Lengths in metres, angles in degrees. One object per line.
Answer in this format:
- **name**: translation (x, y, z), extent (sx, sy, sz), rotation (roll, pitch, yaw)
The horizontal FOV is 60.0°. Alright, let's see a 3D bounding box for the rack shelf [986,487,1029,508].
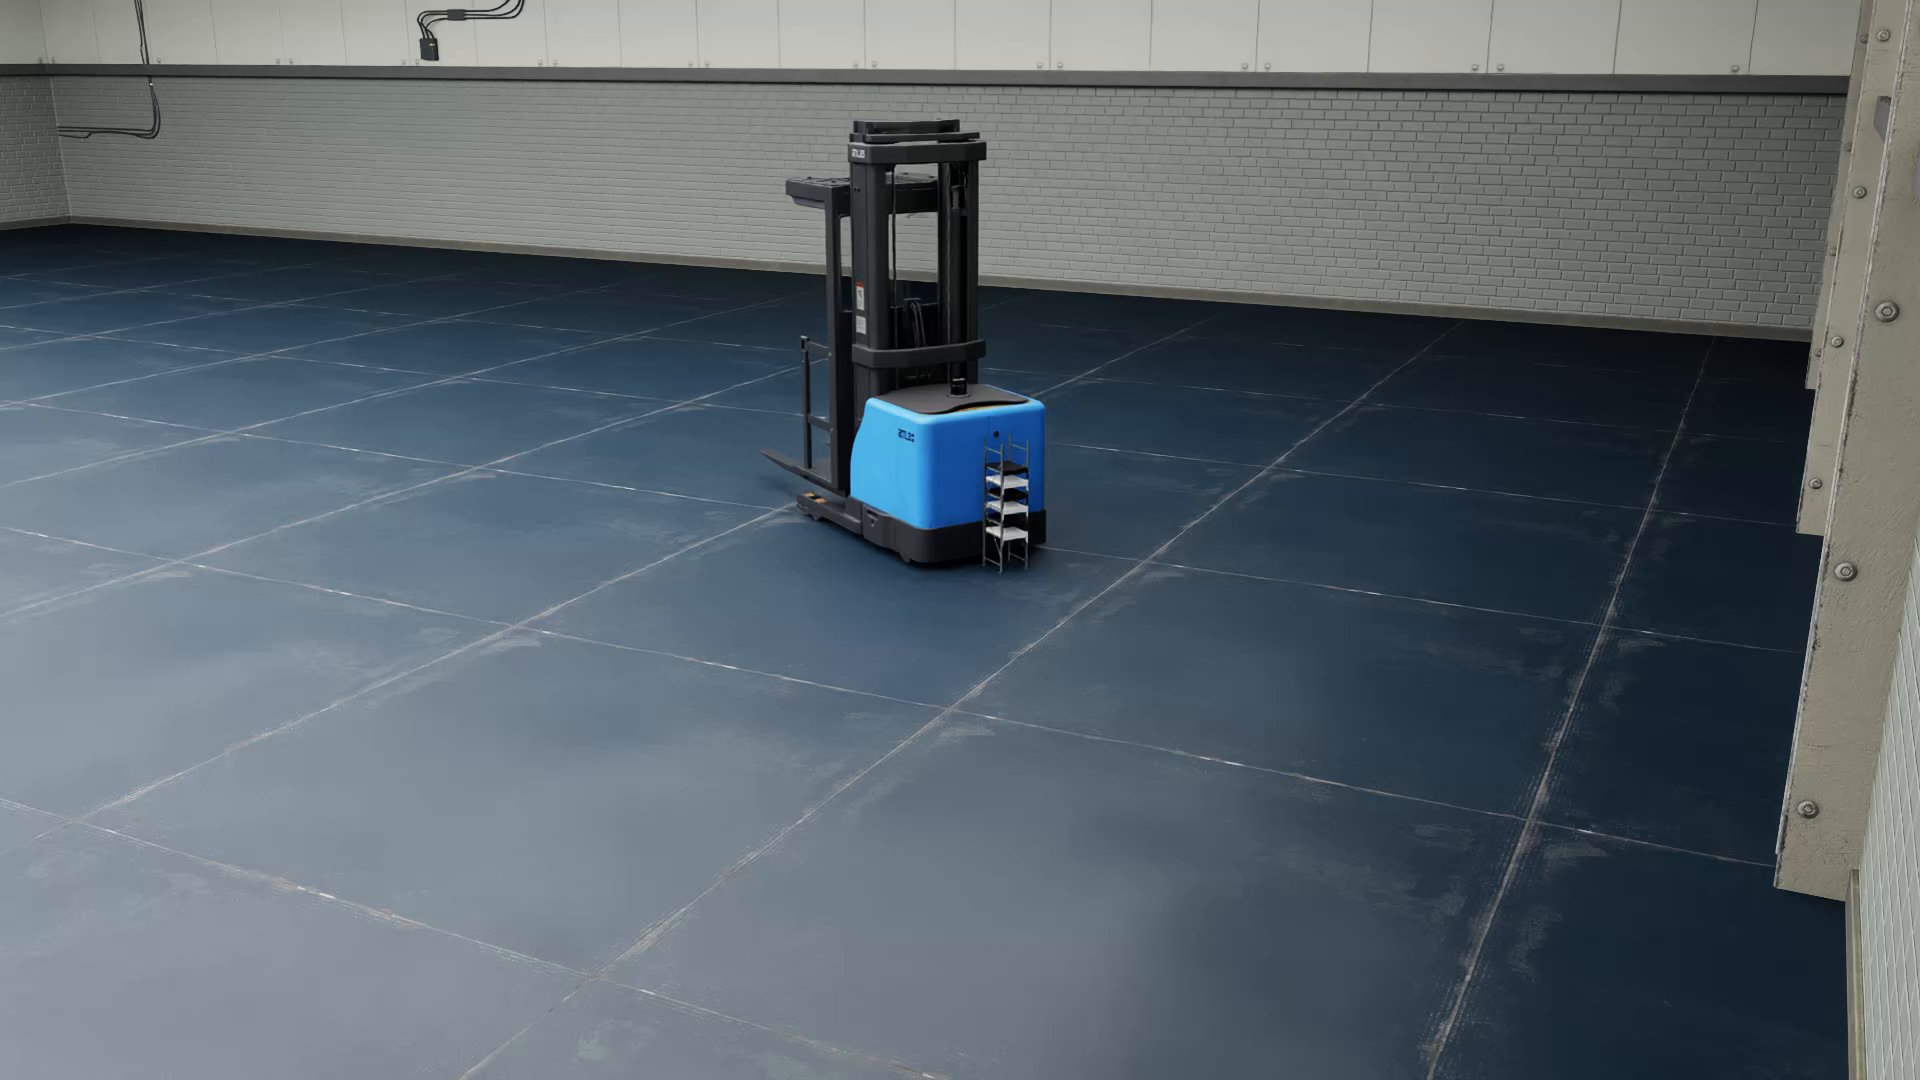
- **rack shelf**: translation (0.309, -0.294, 11.236), extent (0.200, 0.077, 0.258), rotation (-10, 19, -30)

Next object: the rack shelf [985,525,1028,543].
- **rack shelf**: translation (0.309, -0.036, 11.313), extent (0.200, 0.077, 0.258), rotation (-10, 19, -30)

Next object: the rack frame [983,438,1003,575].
- **rack frame**: translation (0.222, -0.225, 11.201), extent (0.006, 0.900, 0.240), rotation (-10, 19, -30)

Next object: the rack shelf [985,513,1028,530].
- **rack shelf**: translation (0.309, -0.122, 11.287), extent (0.200, 0.077, 0.258), rotation (-10, 19, -30)

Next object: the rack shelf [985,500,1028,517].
- **rack shelf**: translation (0.309, -0.208, 11.261), extent (0.200, 0.077, 0.258), rotation (-10, 19, -30)

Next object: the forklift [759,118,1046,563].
- **forklift**: translation (-0.588, -1.613, 12.306), extent (1.130, 2.935, 3.031), rotation (-10, 19, -30)

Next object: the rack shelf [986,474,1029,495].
- **rack shelf**: translation (0.309, -0.381, 11.210), extent (0.200, 0.077, 0.258), rotation (-10, 19, -30)

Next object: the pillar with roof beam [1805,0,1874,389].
- **pillar with roof beam**: translation (5.192, -6.474, 18.017), extent (9.100, 9.000, 0.400), rotation (8, 18, 25)

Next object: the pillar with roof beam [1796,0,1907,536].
- **pillar with roof beam**: translation (2.511, -4.946, 12.872), extent (9.100, 9.000, 0.400), rotation (8, 18, 25)

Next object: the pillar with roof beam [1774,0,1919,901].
- **pillar with roof beam**: translation (-0.170, -3.418, 7.726), extent (9.100, 9.000, 0.400), rotation (8, 18, 25)

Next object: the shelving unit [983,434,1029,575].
- **shelving unit**: translation (0.309, -0.240, 11.252), extent (0.210, 0.900, 0.258), rotation (-10, 19, -30)

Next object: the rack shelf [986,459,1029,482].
- **rack shelf**: translation (0.309, -0.467, 11.184), extent (0.200, 0.077, 0.258), rotation (-10, 19, -30)

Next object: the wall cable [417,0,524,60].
- **wall cable**: translation (-8.152, -10.935, 27.062), extent (2.305, 6.003, 0.169), rotation (8, 18, 25)

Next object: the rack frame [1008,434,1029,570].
- **rack frame**: translation (0.396, -0.255, 11.302), extent (0.006, 0.900, 0.240), rotation (-10, 19, -30)

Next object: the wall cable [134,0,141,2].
- **wall cable**: translation (-14.217, -11.105, 30.190), extent (3.097, 2.526, 0.112), rotation (8, 18, 25)

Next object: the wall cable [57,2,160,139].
- **wall cable**: translation (-16.638, -9.028, 32.068), extent (3.097, 2.526, 0.112), rotation (8, 18, 25)
